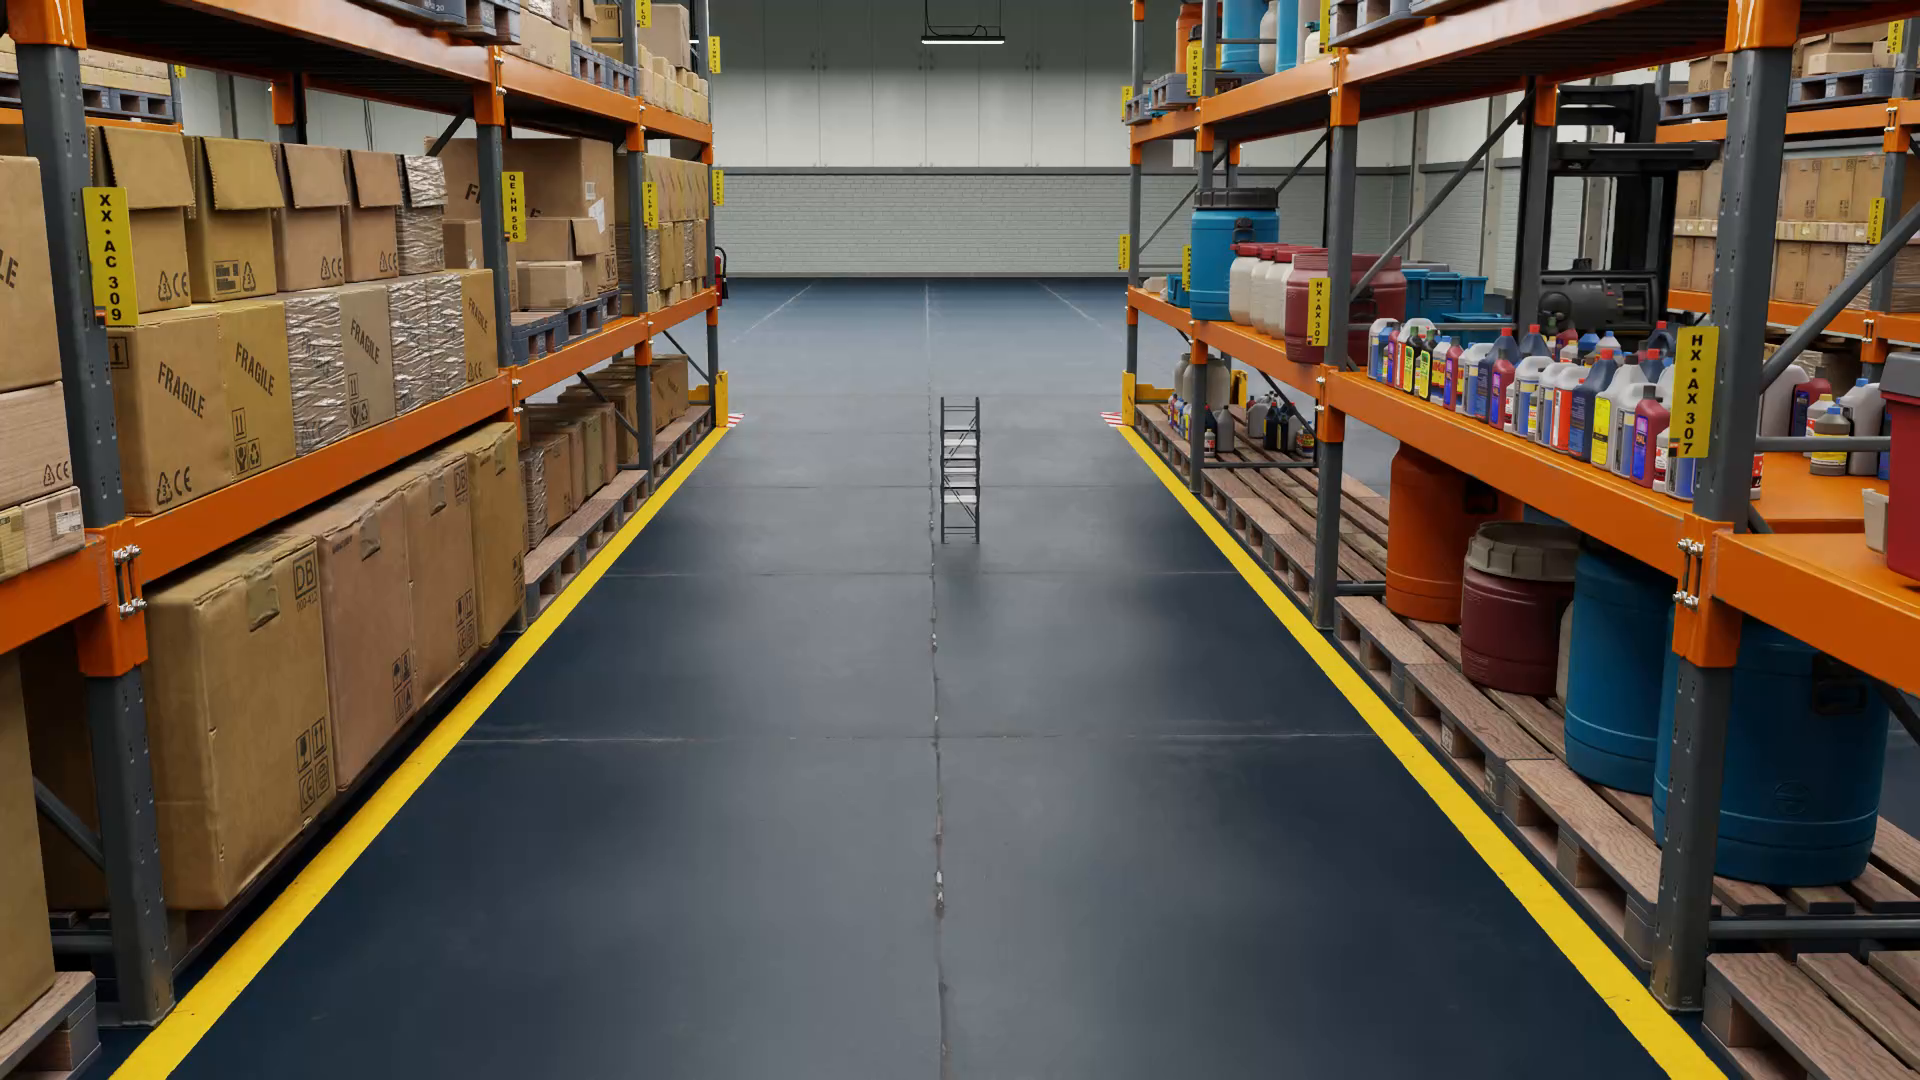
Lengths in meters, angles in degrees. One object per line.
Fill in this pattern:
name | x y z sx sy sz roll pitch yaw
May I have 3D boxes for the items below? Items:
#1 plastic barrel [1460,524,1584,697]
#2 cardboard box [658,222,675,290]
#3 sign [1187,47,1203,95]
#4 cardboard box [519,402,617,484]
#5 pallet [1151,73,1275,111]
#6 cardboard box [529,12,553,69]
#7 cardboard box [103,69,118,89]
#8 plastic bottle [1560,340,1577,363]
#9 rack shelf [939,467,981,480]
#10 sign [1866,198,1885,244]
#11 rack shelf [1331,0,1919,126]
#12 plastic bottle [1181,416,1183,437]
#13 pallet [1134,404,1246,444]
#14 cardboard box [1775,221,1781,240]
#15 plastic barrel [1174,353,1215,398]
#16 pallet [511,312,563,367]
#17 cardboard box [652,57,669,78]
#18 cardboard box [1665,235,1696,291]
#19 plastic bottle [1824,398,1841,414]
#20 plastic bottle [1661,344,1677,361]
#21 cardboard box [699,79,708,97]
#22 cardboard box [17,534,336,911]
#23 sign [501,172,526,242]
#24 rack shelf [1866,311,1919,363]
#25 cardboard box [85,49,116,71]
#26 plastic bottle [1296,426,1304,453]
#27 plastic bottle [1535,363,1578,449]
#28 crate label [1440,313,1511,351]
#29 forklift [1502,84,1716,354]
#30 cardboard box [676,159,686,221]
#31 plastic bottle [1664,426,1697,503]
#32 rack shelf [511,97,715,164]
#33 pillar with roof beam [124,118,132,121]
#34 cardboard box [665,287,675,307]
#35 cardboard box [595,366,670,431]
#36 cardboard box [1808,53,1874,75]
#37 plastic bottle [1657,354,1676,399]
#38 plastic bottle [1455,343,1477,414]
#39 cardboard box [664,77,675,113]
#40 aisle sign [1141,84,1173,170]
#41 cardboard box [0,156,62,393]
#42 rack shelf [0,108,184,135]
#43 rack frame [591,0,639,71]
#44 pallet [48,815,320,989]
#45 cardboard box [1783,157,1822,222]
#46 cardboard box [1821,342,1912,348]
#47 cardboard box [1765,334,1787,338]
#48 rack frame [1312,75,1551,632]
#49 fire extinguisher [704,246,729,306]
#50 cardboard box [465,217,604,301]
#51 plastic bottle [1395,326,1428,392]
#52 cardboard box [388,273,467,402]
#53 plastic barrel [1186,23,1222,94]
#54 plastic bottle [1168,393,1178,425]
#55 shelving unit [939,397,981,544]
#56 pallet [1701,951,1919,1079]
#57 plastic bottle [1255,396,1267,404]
plastic barrel | 2.335 0.271 6.690 0.600 0.588 0.708 0 11 -1
cardboard box | -2.673 -2.186 12.790 0.875 0.500 0.500 0 11 -1
sign | 1.651 -3.297 11.698 0.100 0.325 0.005 0 11 -1
cardboard box | -2.759 -0.670 11.499 0.700 0.500 0.500 -1 12 -6
pallet | 2.089 -3.343 12.423 1.213 0.211 1.003 0 11 -1
cardboard box | -2.433 -2.600 8.663 0.500 0.250 0.500 0 11 0
cardboard box | -7.427 -3.931 14.173 0.380 0.149 0.250 0 11 -2
plastic bottle | 2.708 -0.782 7.370 0.097 0.201 0.097 0 11 0
rack shelf | 0.000 -0.407 10.468 0.258 0.077 0.200 0 11 -1
sign | 6.599 -2.302 11.987 0.100 0.325 0.005 0 11 -1
rack shelf | 2.326 -1.747 5.891 1.077 0.370 4.000 0 11 -1
plastic bottle | 1.860 -0.951 13.636 0.097 0.201 0.097 0 11 0
pallet | 2.179 -1.074 15.324 1.003 0.211 1.213 0 11 -1
cardboard box | 6.901 -2.567 13.786 0.380 0.149 0.250 0 11 1
plastic barrel | 2.209 -1.473 15.479 0.421 0.512 0.421 0 11 0
pallet | -2.789 -1.054 8.693 1.213 0.211 1.003 0 11 -1
cardboard box | -2.473 -3.668 12.926 0.380 0.149 0.250 0 11 -2
cardboard box | 7.068 -2.593 15.545 0.700 0.500 0.500 0 11 -1
plastic bottle | 2.754 -0.343 5.207 0.097 0.201 0.097 0 11 0
plastic bottle | 2.689 -0.601 6.269 0.061 0.283 0.133 0 11 -1
cardboard box | -2.515 -4.135 15.227 0.380 0.149 0.250 0 11 -1
cardboard box | -2.618 0.497 4.854 1.225 0.875 0.875 0 11 -1
sign | -2.113 -1.577 7.877 0.100 0.325 0.005 0 11 -1
rack shelf | 7.195 -1.092 10.206 1.077 0.370 4.000 0 11 -1
cardboard box | -7.485 -4.099 13.994 0.500 0.250 0.500 0 11 -1
plastic bottle | 2.629 -0.772 12.752 0.097 0.201 0.097 0 11 0
plastic bottle | 2.015 -0.448 5.534 0.152 0.276 0.135 0 11 -1
crate label | 2.650 -1.030 8.515 0.303 0.233 0.416 0 11 -1
forklift | 4.564 -1.758 11.852 1.130 2.935 3.031 0 11 0
cardboard box | -2.548 -2.875 13.673 0.500 0.500 0.500 0 11 -1
plastic bottle | 2.036 -0.248 4.550 0.152 0.276 0.135 0 11 -1
rack shelf | -2.792 -3.317 13.630 1.077 0.370 4.000 0 11 -1
pillar with roof beam | -14.782 -10.122 37.817 9.100 9.000 0.548 0 11 -1
cardboard box | -2.458 -1.922 13.119 0.380 0.149 0.250 0 11 -1
cardboard box | -2.796 -1.210 14.212 0.500 0.500 0.500 1 11 4
cardboard box | 6.856 -3.702 12.941 0.380 0.149 0.250 0 11 -1
plastic bottle | 2.165 -0.390 5.060 0.144 0.351 0.185 0 11 -1
plastic bottle | 1.969 -0.624 6.414 0.097 0.271 0.097 0 11 0
cardboard box | -2.519 -3.493 13.065 0.500 0.250 0.500 -1 11 -3
aisle sign | 1.825 -3.905 15.722 0.394 0.787 0.004 0 11 -1
cardboard box | -2.308 -0.561 3.524 0.500 0.500 0.500 0 11 0
rack shelf | -7.753 -3.317 13.628 1.077 0.370 4.000 0 11 -1
rack frame | -2.750 -4.742 11.300 1.000 3.000 0.127 0 11 -1
pallet | -2.676 1.002 5.090 1.003 0.211 1.213 0 11 -1
cardboard box | 7.117 -2.815 13.375 0.700 0.500 0.500 0 11 -1
cardboard box | 7.437 -1.360 13.691 0.500 0.500 0.500 0 11 -1
cardboard box | 6.896 -1.557 14.661 0.500 0.500 0.500 0 11 -1
rack frame | 2.284 -1.027 8.078 1.000 3.000 0.127 0 11 -1
fire extinguisher | -2.374 -2.584 15.945 0.296 0.674 0.183 0 11 -1
cardboard box | -2.622 -1.714 10.148 0.797 0.503 0.637 1 12 5
plastic bottle | 1.980 -0.787 7.206 0.152 0.276 0.135 0 11 -1
cardboard box | -2.405 -0.860 7.000 0.500 0.500 0.500 0 11 -2
plastic barrel | 2.270 -4.159 14.443 0.600 0.588 0.600 0 11 0
plastic bottle | 1.845 -1.134 14.361 0.097 0.271 0.097 0 11 0
shelving unit | 0.000 -0.439 10.462 0.258 0.900 0.210 0 11 -1
pallet | 2.421 1.281 3.716 1.003 0.211 1.213 0 11 -1
plastic bottle | 2.573 -1.085 14.105 0.152 0.276 0.135 0 11 -1
